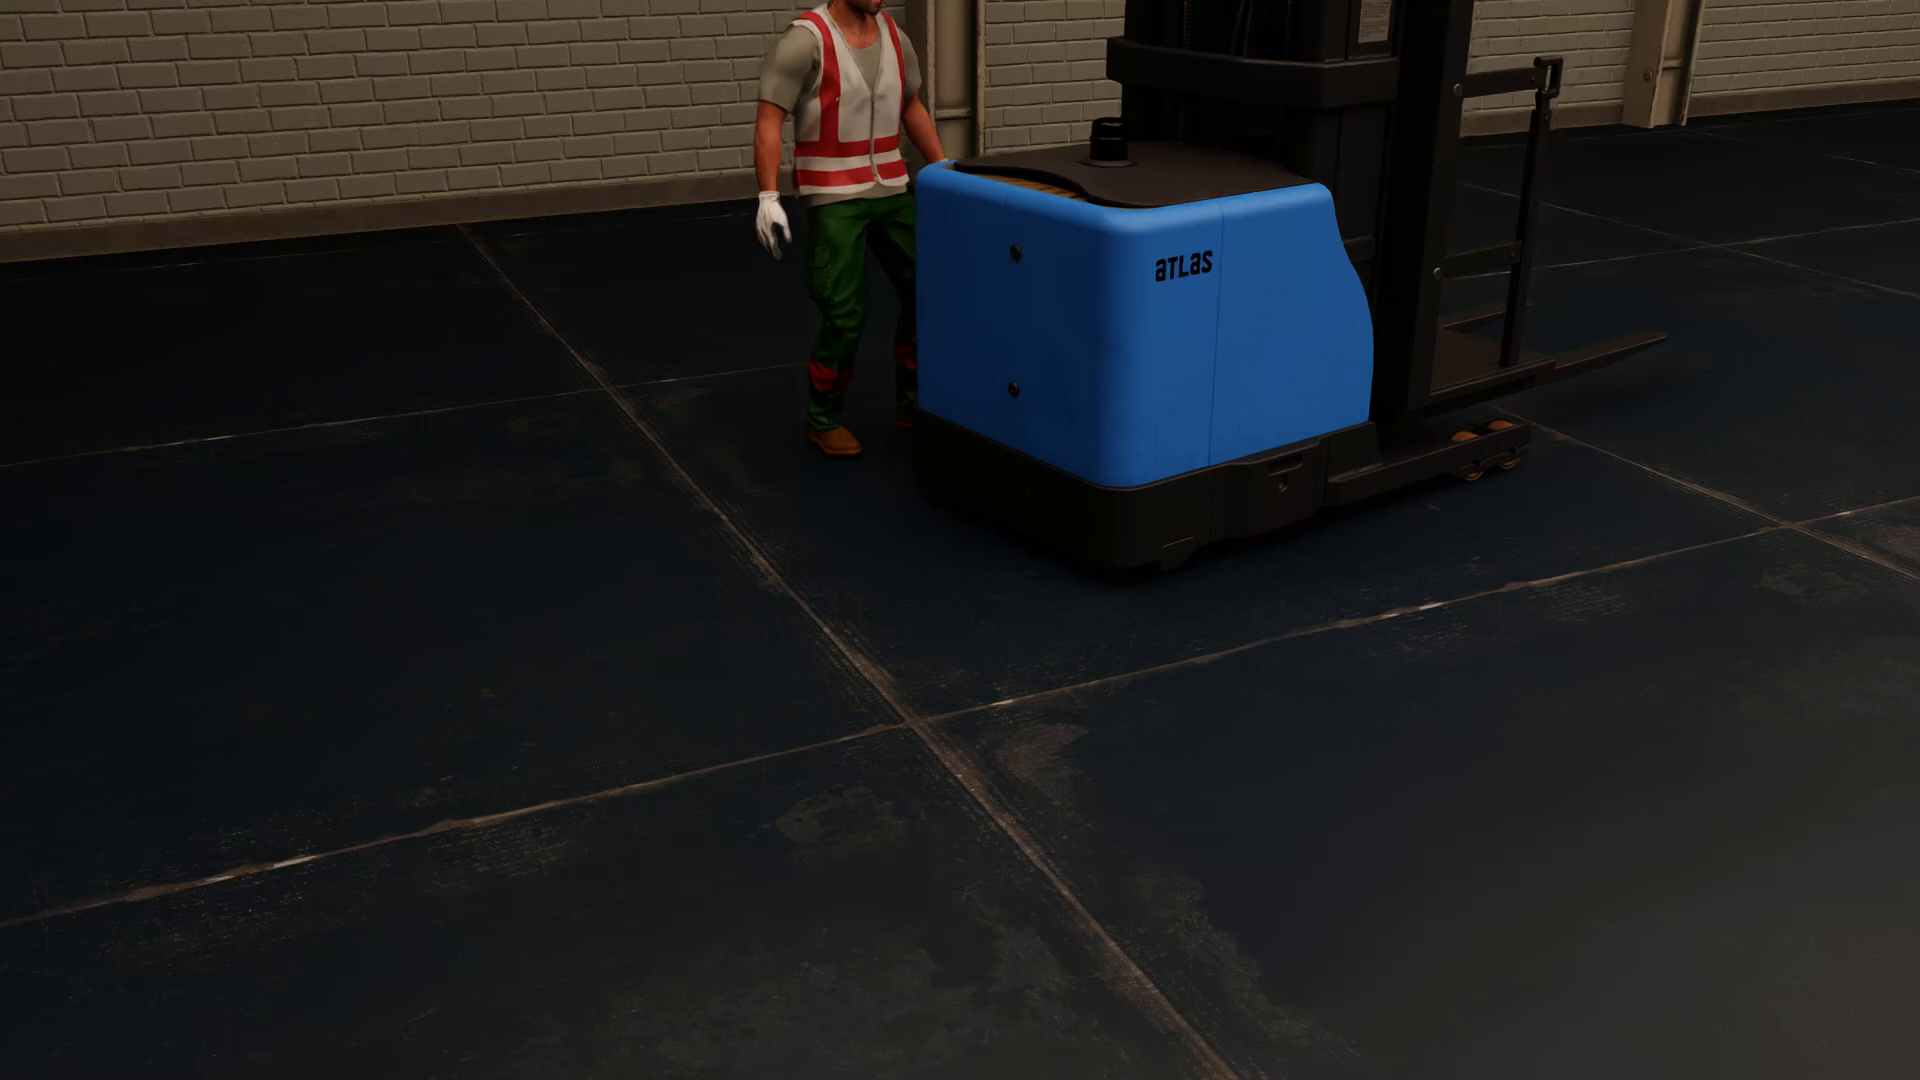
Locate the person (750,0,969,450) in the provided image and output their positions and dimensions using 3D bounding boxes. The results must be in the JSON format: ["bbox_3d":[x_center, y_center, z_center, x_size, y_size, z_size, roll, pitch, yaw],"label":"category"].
[{"bbox_3d":[-0.238,-1.094,5.526,0.925,1.748,0.573,-19,29,-38],"label":"person"}]

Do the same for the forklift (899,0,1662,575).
[{"bbox_3d":[1.292,-1.685,5.343,3.031,2.935,1.130,-16,27,-33],"label":"forklift"}]
